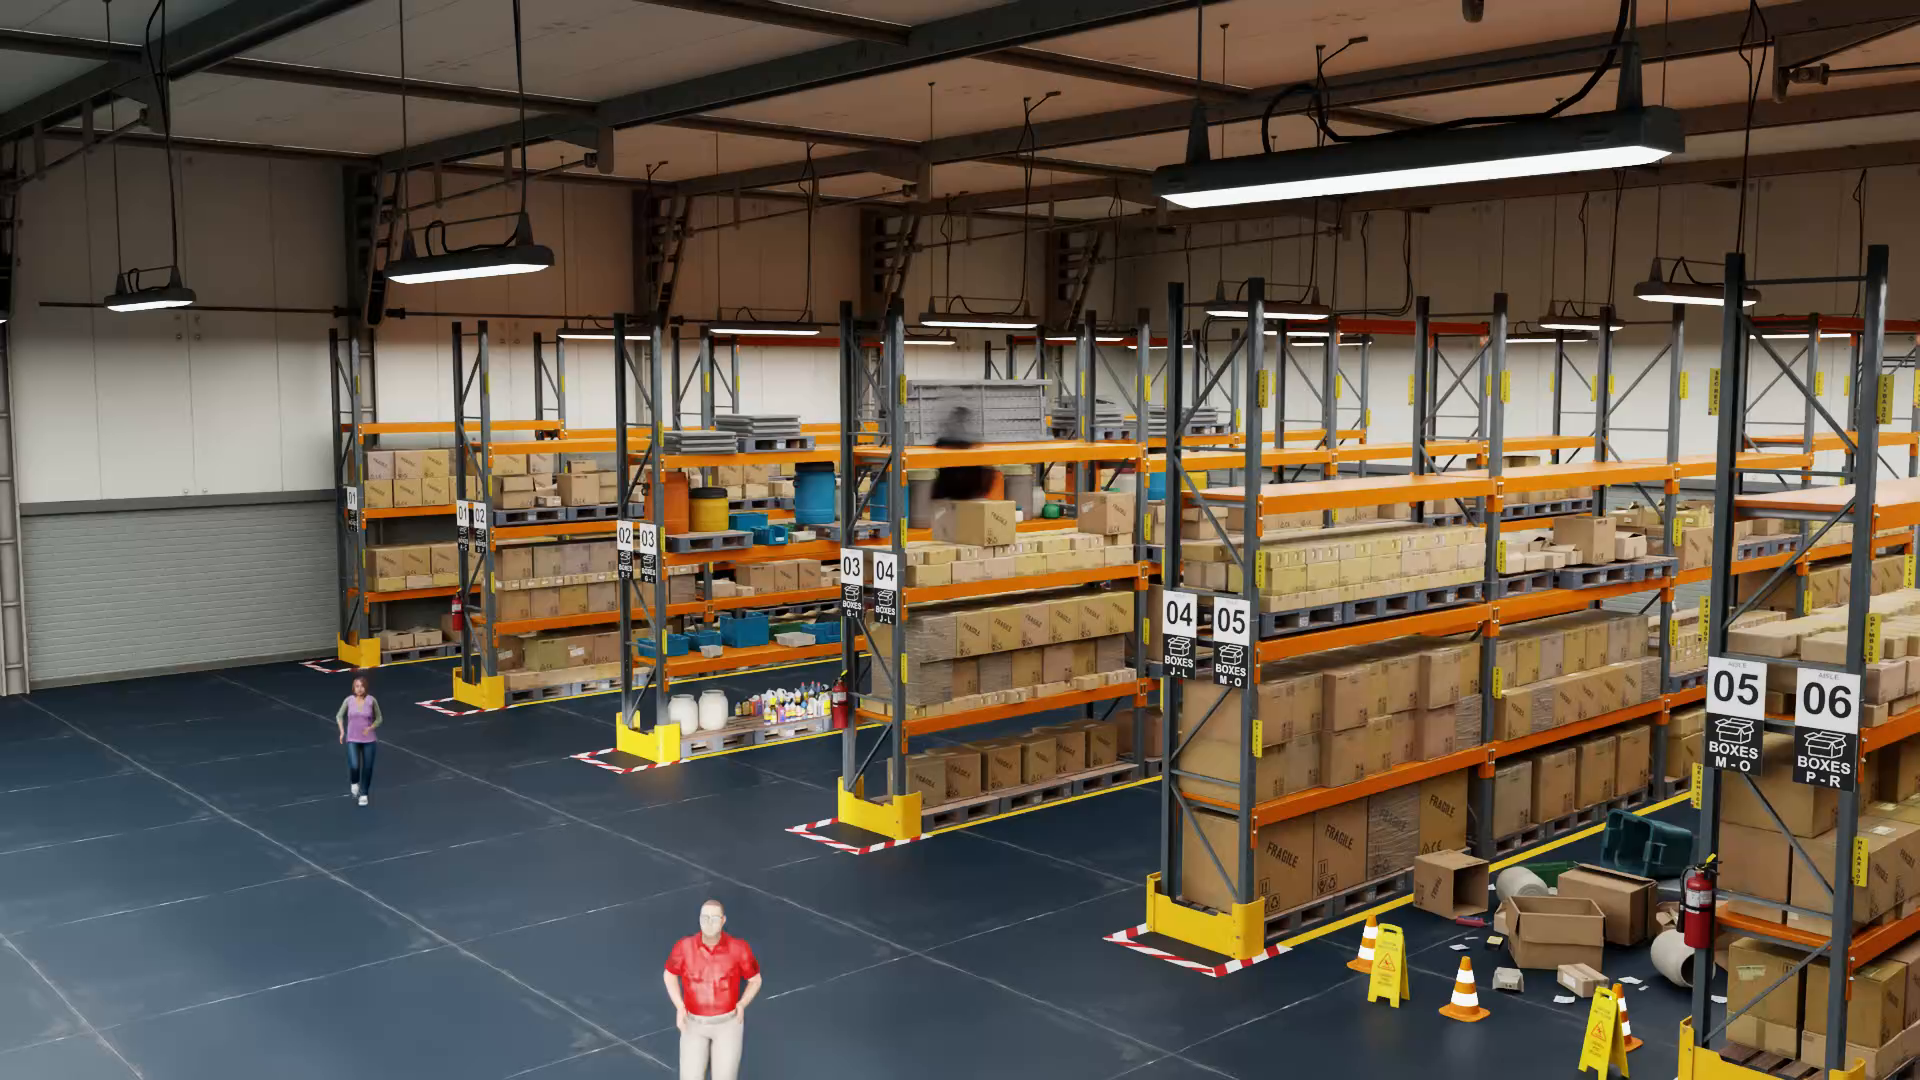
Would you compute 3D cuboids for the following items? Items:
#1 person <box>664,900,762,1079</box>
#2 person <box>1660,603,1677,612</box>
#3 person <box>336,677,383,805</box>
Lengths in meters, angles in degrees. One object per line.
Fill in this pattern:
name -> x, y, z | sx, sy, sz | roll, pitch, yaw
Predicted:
person -> -1.650, 3.236, 11.075 | 0.658, 1.676, 0.619 | 0, 6, -4
person -> 10.740, 1.817, 25.131 | 0.856, 1.775, 0.689 | -5, 8, -41
person -> -7.182, 2.422, 19.913 | 0.525, 1.557, 0.529 | -2, 6, -20
